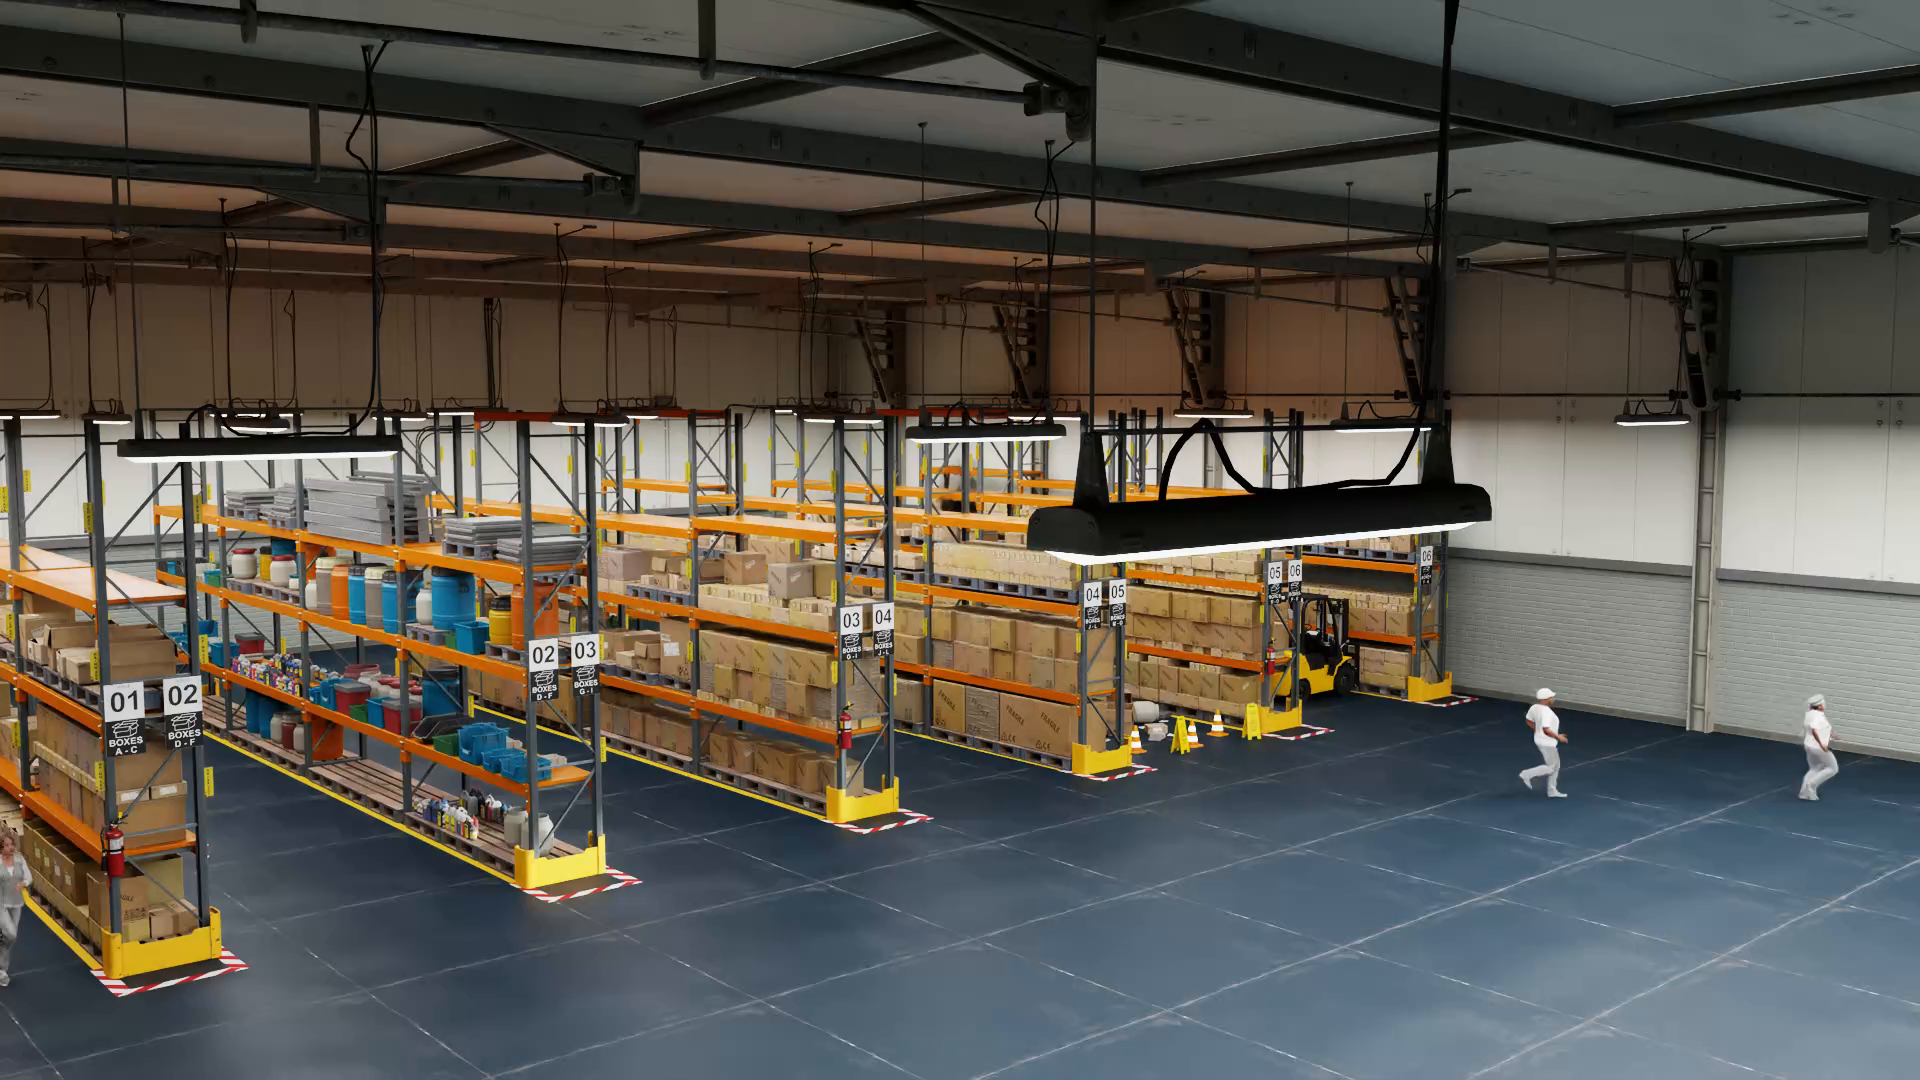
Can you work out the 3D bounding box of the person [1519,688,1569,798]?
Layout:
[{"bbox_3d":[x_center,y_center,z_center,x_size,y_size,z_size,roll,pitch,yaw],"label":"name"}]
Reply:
[{"bbox_3d":[9.142,3.180,26.058,0.787,1.735,0.698,0,5,1],"label":"person"}]

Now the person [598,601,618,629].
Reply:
[{"bbox_3d":[-8.780,1.813,41.332,0.888,1.761,0.716,0,5,5],"label":"person"}]

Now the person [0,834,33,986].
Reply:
[{"bbox_3d":[-10.295,3.977,17.927,0.611,1.591,0.534,3,6,27],"label":"person"}]

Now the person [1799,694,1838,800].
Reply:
[{"bbox_3d":[13.398,3.224,25.884,0.576,1.659,0.560,0,5,-2],"label":"person"}]
